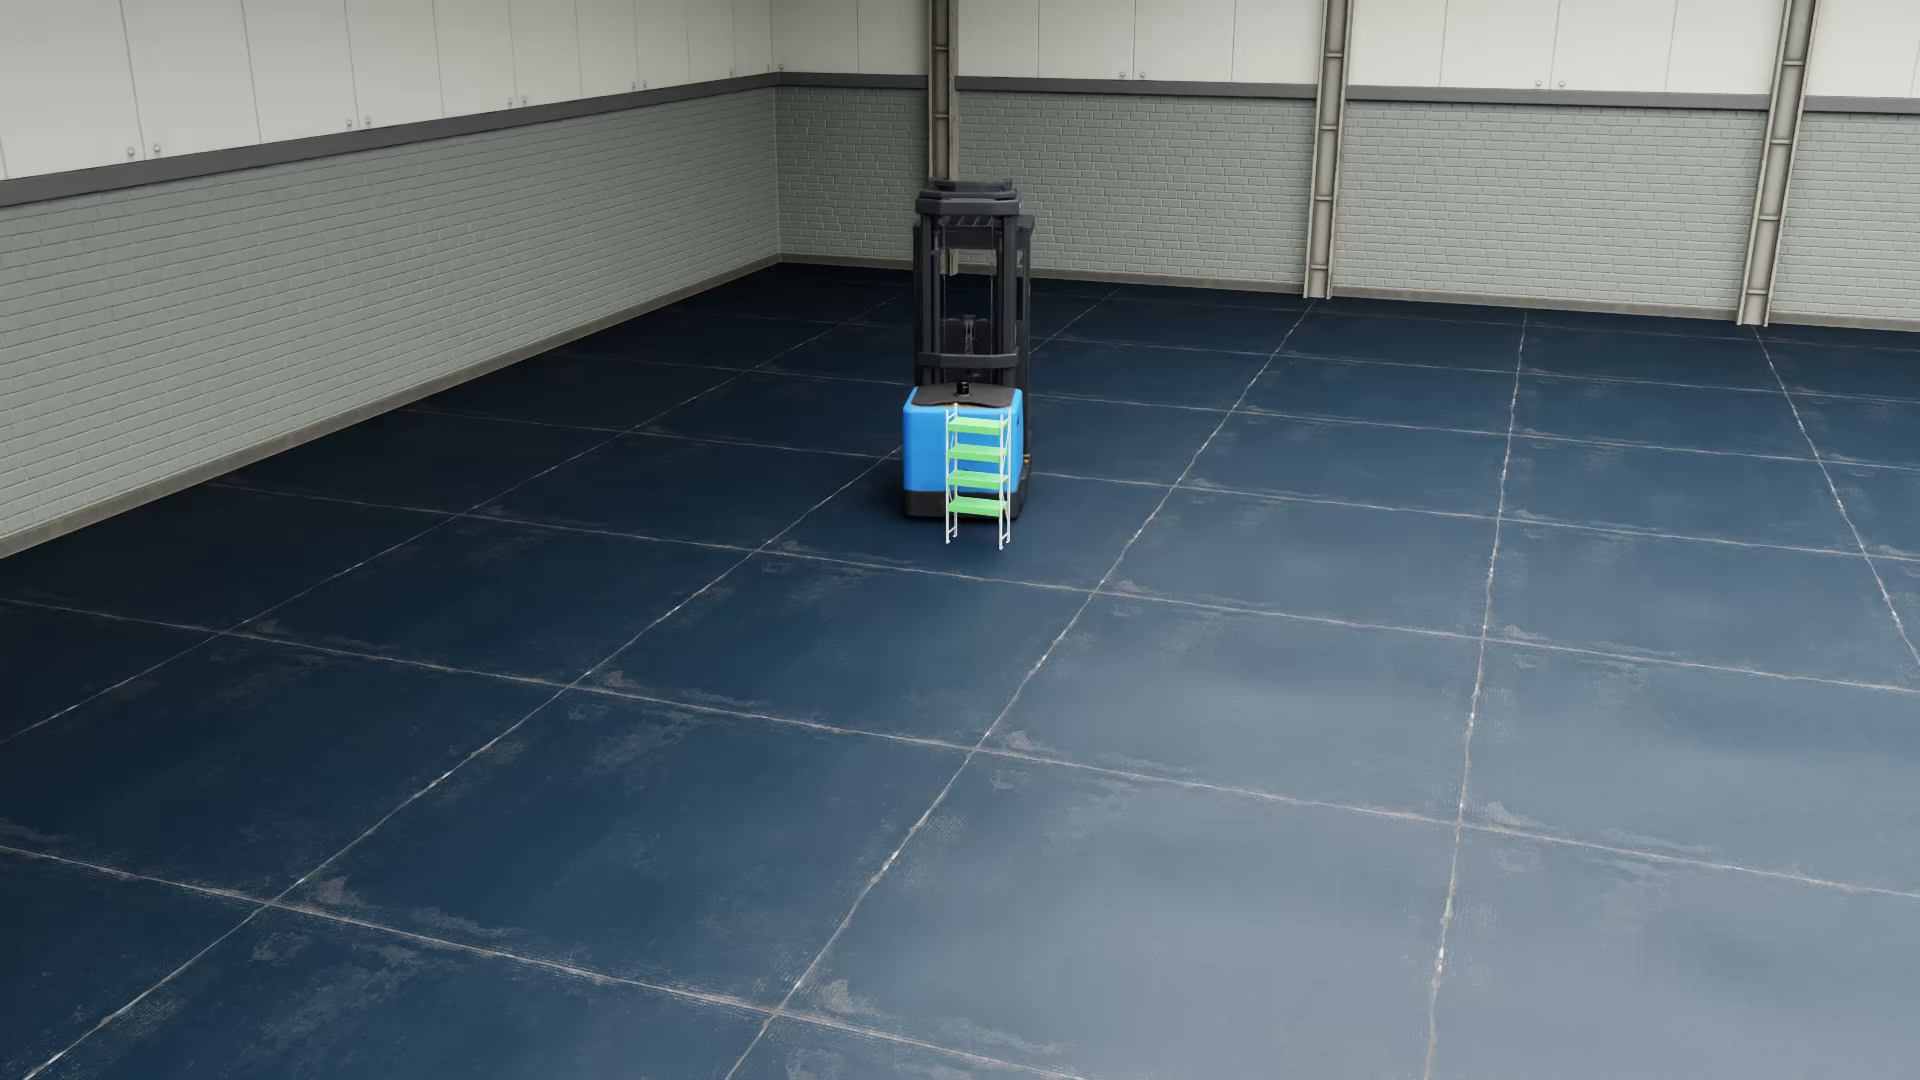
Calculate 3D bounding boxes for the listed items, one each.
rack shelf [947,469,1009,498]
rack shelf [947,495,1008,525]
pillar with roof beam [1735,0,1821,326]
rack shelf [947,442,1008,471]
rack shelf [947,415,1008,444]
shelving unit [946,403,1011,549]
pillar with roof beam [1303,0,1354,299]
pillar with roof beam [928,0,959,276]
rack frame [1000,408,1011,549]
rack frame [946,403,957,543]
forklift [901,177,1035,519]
[{"bbox_3d":[0.156,-0.488,14.348,0.480,0.148,0.258,7,20,18],"label":"rack shelf"},{"bbox_3d":[0.156,-0.262,14.427,0.480,0.148,0.258,7,20,18],"label":"rack shelf"},{"bbox_3d":[9.663,-5.944,17.956,0.400,9.000,9.100,7,20,18],"label":"pillar with roof beam"},{"bbox_3d":[0.156,-0.715,14.269,0.480,0.148,0.258,7,20,18],"label":"rack shelf"},{"bbox_3d":[0.156,-0.942,14.190,0.480,0.148,0.258,7,20,18],"label":"rack shelf"},{"bbox_3d":[0.156,-0.549,14.327,0.503,1.200,0.258,7,20,18],"label":"shelving unit"},{"bbox_3d":[3.995,-6.592,19.815,0.400,9.000,9.100,7,20,18],"label":"pillar with roof beam"},{"bbox_3d":[-1.673,-7.240,21.675,0.400,9.000,9.100,7,20,18],"label":"pillar with roof beam"},{"bbox_3d":[0.387,-0.522,14.252,0.015,1.200,0.240,7,20,18],"label":"rack frame"},{"bbox_3d":[-0.074,-0.575,14.403,0.015,1.200,0.240,7,20,18],"label":"rack frame"},{"bbox_3d":[0.134,-2.013,15.897,1.130,2.935,3.031,2,19,5],"label":"forklift"}]
